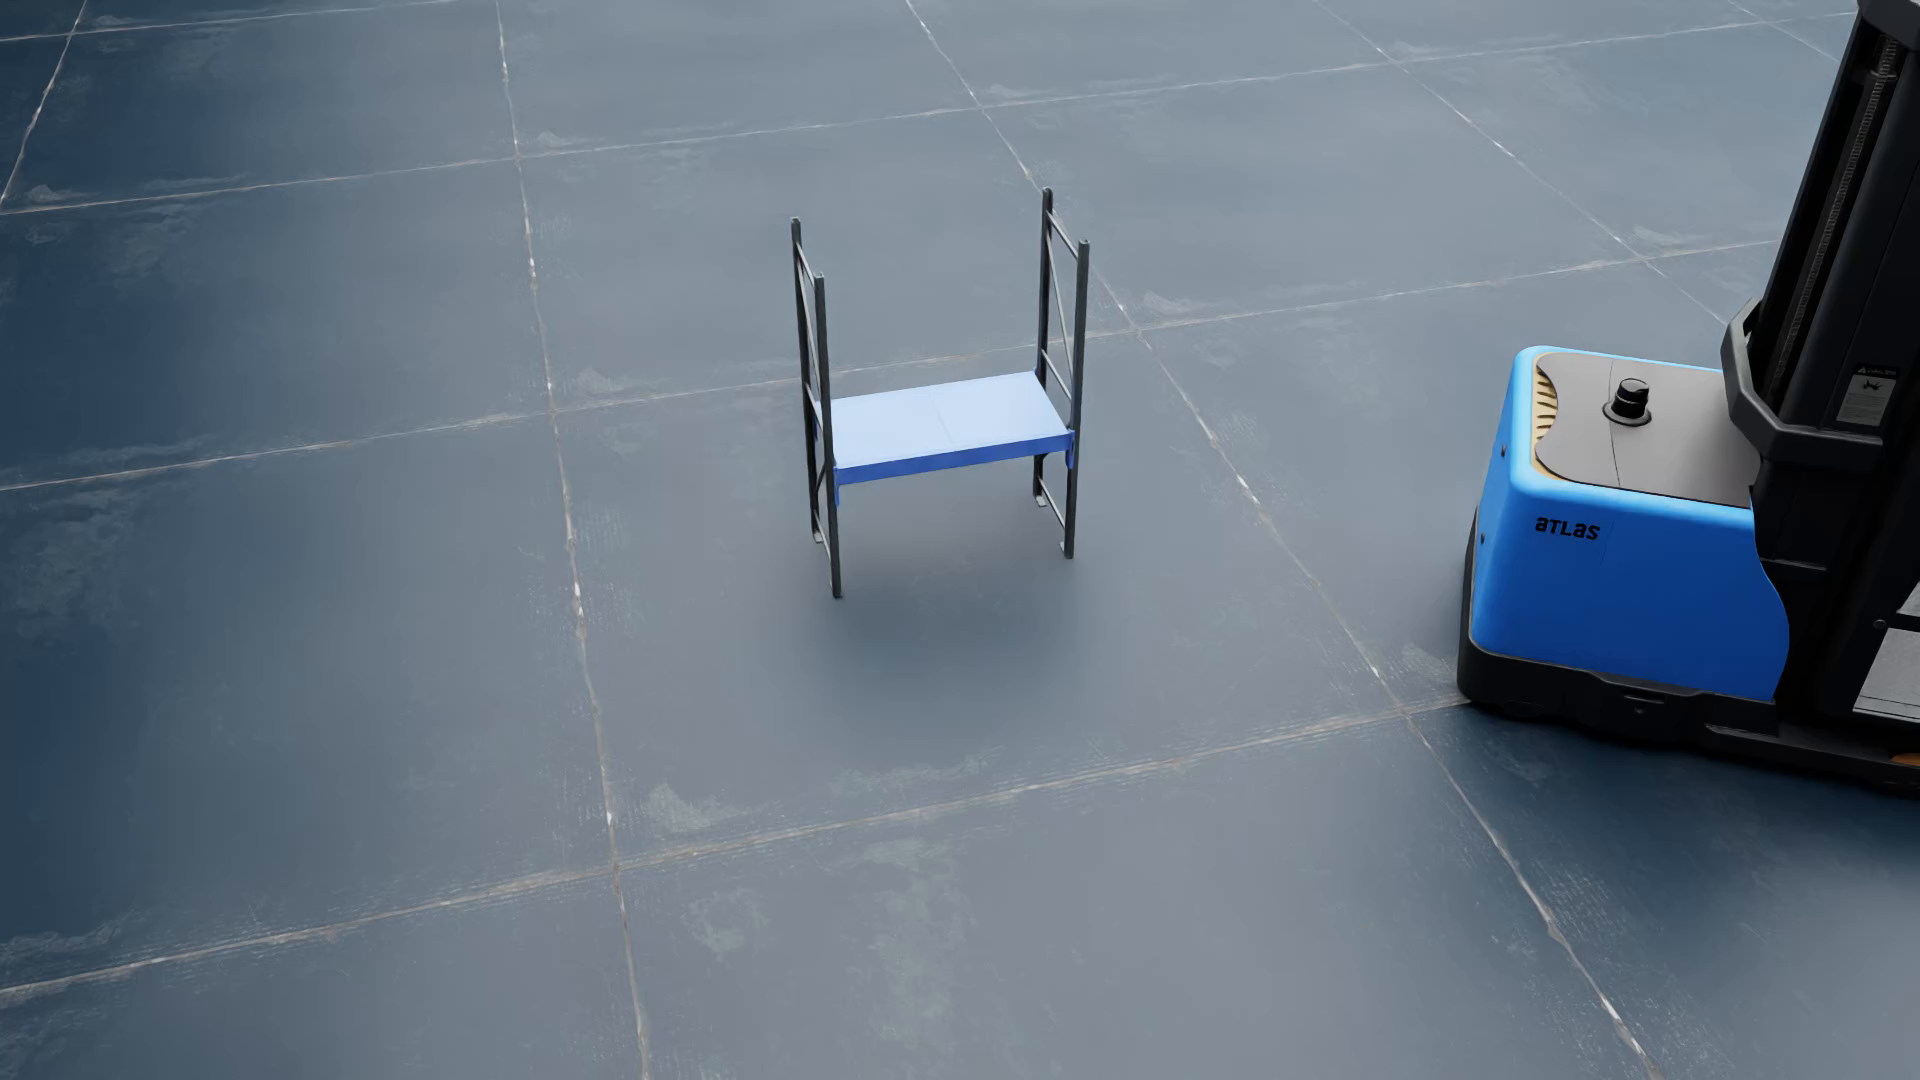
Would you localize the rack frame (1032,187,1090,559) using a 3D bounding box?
[{"bbox_3d":[0.408,-0.663,6.882,0.032,1.500,0.500,-9,38,-12],"label":"rack frame"}]

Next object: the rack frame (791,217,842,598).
[{"bbox_3d":[-0.573,-0.502,6.671,0.032,1.500,0.500,-9,38,-12],"label":"rack frame"}]

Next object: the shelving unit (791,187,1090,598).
[{"bbox_3d":[-0.082,-0.582,6.777,1.048,1.500,0.538,-9,38,-12],"label":"shelving unit"}]

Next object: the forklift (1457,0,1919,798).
[{"bbox_3d":[3.491,-0.558,5.567,3.031,2.935,1.130,10,39,13],"label":"forklift"}]

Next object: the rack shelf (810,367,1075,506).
[{"bbox_3d":[-0.082,-0.439,6.886,1.000,0.185,0.538,-9,38,-12],"label":"rack shelf"}]
